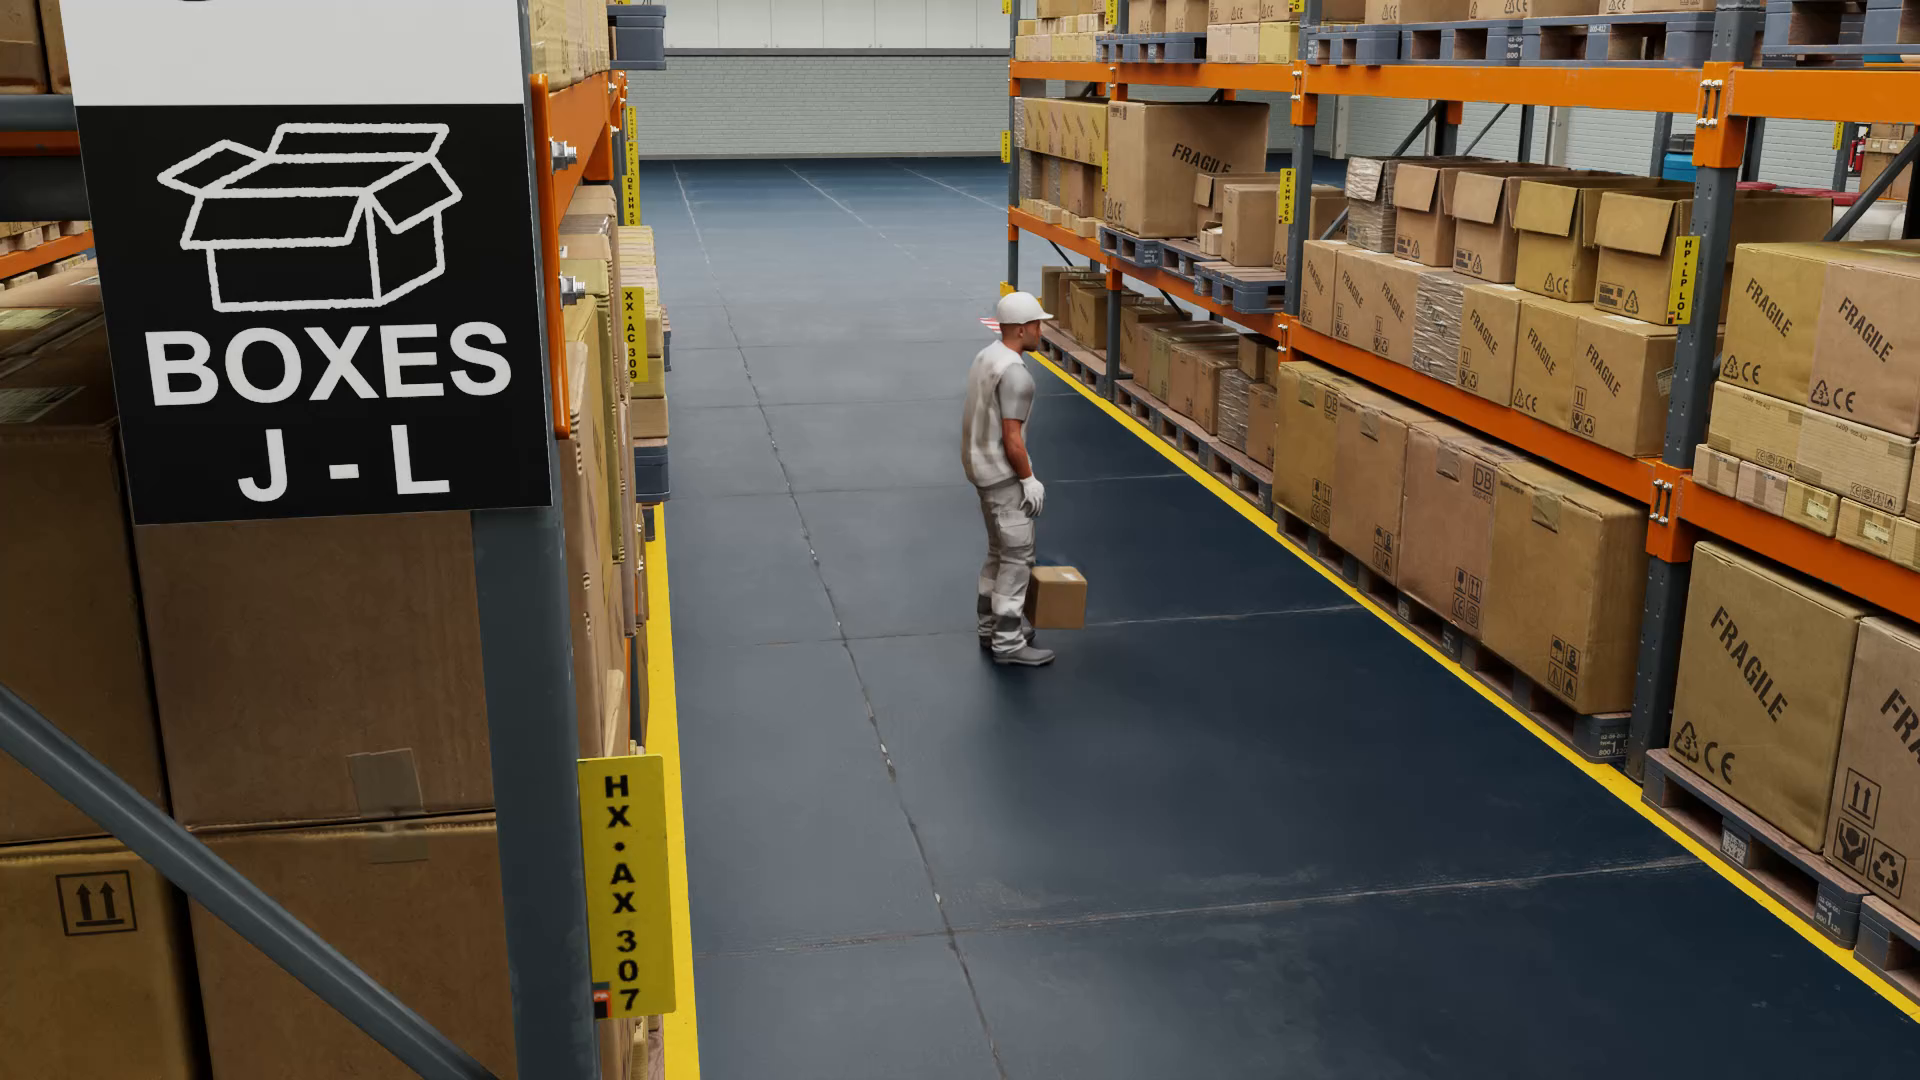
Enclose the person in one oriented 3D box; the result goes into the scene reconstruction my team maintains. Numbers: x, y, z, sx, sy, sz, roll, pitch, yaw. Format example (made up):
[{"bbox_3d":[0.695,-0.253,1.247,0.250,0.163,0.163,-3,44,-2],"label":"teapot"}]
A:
[{"bbox_3d":[0.235,-0.302,8.043,0.435,1.781,0.568,-4,17,-12],"label":"person"}]
